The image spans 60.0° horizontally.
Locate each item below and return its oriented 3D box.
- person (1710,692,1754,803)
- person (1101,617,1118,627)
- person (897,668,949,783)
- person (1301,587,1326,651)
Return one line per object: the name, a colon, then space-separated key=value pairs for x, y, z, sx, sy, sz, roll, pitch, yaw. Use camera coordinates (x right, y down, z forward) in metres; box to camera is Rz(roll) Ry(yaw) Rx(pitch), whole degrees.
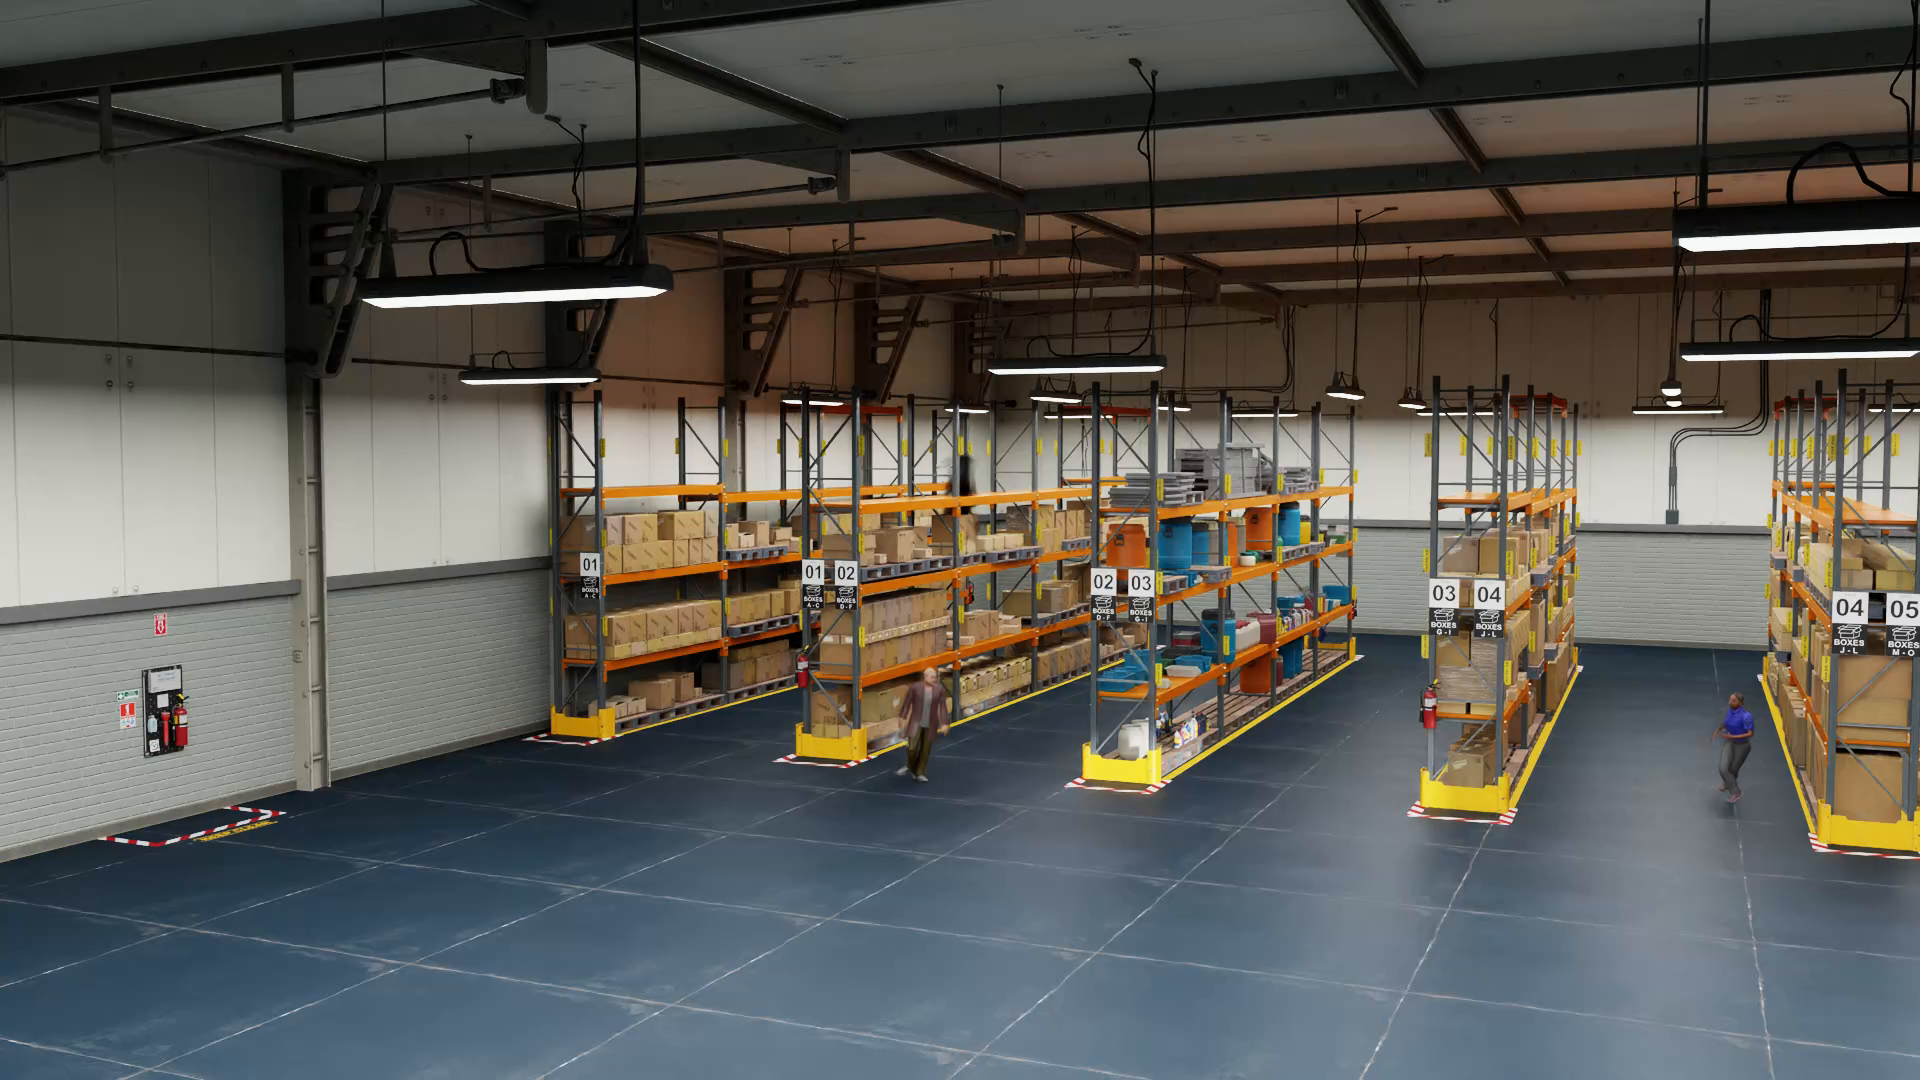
person: x=11.016 y=2.933 z=23.640 sx=0.637 sy=1.595 sz=0.694 roll=-2 pitch=4 yaw=-36
person: x=3.750 y=1.720 z=43.304 sx=0.713 sy=1.827 sz=0.641 roll=3 pitch=4 yaw=41
person: x=-0.563 y=2.760 z=24.919 sx=0.742 sy=1.745 sz=0.560 roll=-1 pitch=3 yaw=-11
person: x=8.647 y=1.944 z=40.895 sx=0.633 sy=1.606 sz=0.608 roll=3 pitch=4 yaw=38
